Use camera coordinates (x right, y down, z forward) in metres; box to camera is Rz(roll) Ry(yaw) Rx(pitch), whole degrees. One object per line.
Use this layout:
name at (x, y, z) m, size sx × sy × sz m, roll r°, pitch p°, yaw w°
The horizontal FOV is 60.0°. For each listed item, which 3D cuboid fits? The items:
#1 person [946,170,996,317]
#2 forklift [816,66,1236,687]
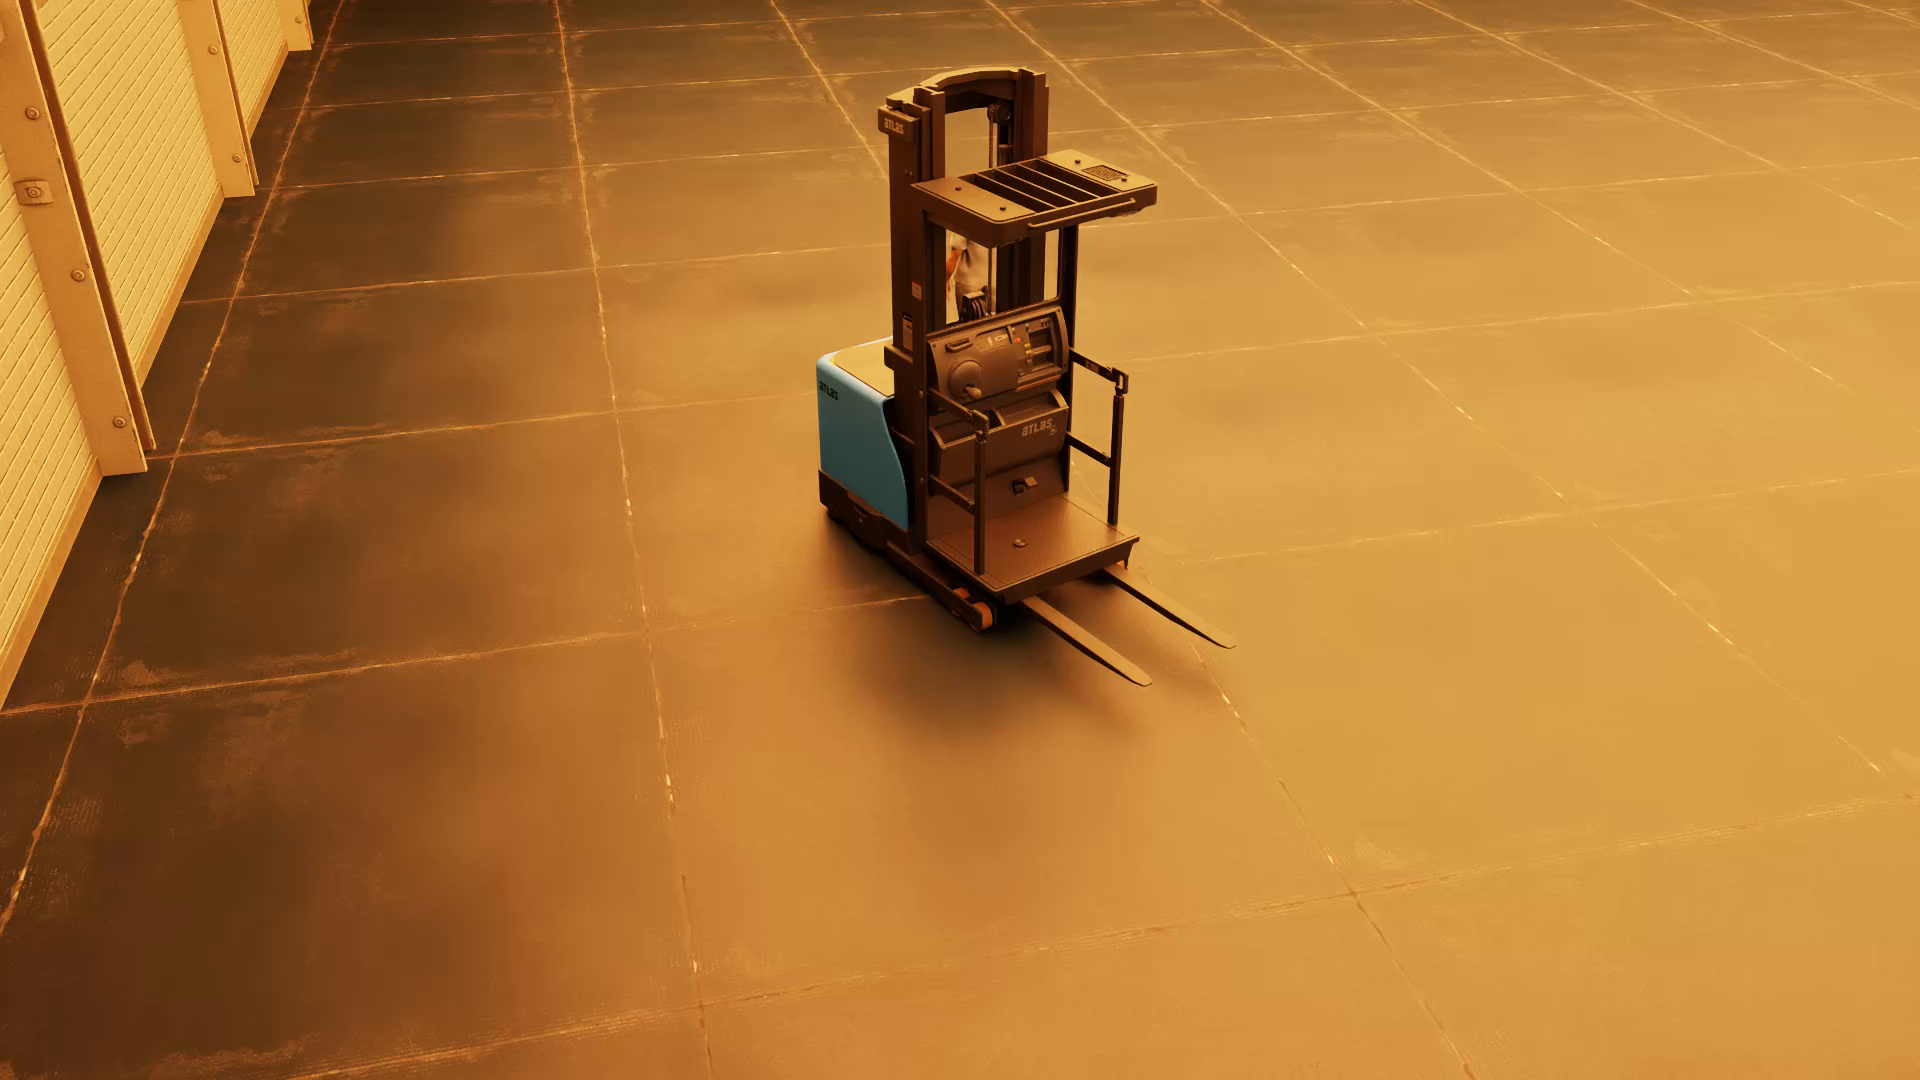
person at (0.105, -1.906, 12.105) m, size 0.550 × 1.675 × 0.549 m, roll -14°, pitch 33°, yaw -22°
forklift at (0.355, -1.021, 9.338) m, size 1.130 × 2.935 × 3.031 m, roll -20°, pitch 35°, yaw -30°
